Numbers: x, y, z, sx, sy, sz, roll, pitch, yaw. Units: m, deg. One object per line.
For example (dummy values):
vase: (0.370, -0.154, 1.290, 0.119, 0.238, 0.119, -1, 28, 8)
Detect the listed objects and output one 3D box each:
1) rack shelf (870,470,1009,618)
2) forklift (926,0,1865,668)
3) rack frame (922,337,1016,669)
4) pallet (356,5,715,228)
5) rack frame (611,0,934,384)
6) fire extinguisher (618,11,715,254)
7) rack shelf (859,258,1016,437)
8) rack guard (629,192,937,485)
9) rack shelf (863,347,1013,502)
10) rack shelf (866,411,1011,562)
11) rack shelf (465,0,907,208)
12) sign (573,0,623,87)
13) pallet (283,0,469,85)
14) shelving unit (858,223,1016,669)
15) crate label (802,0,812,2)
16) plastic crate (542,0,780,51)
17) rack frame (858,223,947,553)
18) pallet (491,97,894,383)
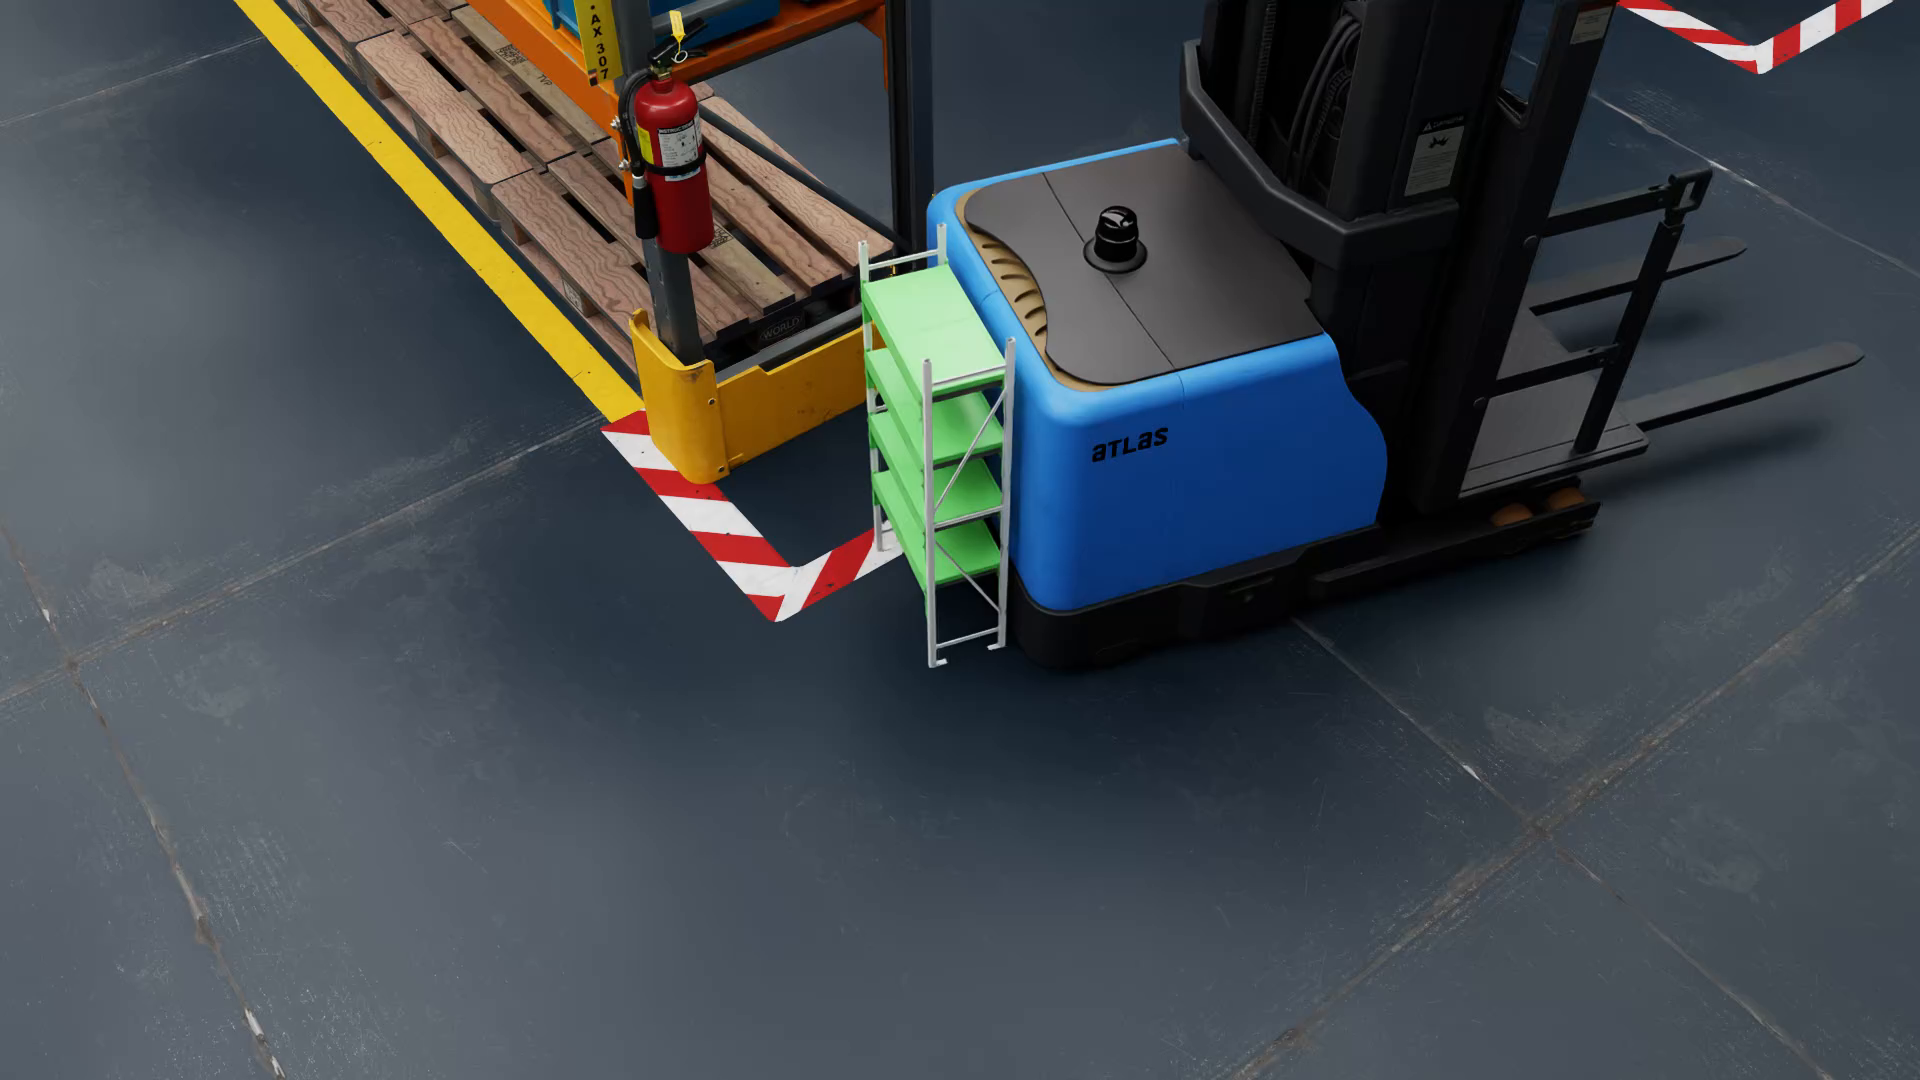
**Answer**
rack shelf: (-0.064, -0.025, 4.873, 0.258, 0.148, 0.480, -16, 50, -14)
forklift: (1.464, -1.293, 4.444, 3.031, 2.935, 1.130, -15, 50, -13)
rack frame: (0.022, -0.060, 4.494, 0.240, 1.200, 0.015, -16, 50, -14)
pallet: (-1.720, -1.825, 6.762, 1.003, 0.211, 1.213, -29, 54, -24)
rack frame: (-0.517, -1.539, 4.621, 1.000, 3.000, 0.127, -29, 54, -24)
fire extinguisher: (-0.788, -1.095, 4.522, 0.296, 0.674, 0.183, -29, 54, -24)
rack shelf: (-0.064, -0.508, 4.339, 0.258, 0.148, 0.480, -16, 50, -14)
rack guard: (-0.492, -0.691, 5.539, 1.175, 0.500, 0.348, -29, 54, -24)
rack shelf: (-0.064, -0.347, 4.517, 0.258, 0.148, 0.480, -16, 50, -14)
rack shelf: (-0.064, -0.186, 4.695, 0.258, 0.148, 0.480, -16, 50, -14)
rack shelf: (-1.728, -2.477, 5.957, 1.077, 0.370, 4.000, -29, 54, -24)
sign: (-0.945, -1.338, 4.328, 0.100, 0.325, 0.005, -29, 54, -24)
pallet: (-2.463, -2.545, 7.415, 1.003, 0.211, 1.213, -29, 54, -24)
shelving unit: (-0.064, -0.229, 4.648, 0.258, 1.200, 0.503, -16, 50, -14)
crate label: (-0.405, -1.797, 4.927, 0.416, 0.233, 0.303, -29, 54, -24)
plastic crate: (-0.869, -1.685, 4.689, 0.616, 0.435, 0.499, -29, 54, -24)
rack frame: (-0.150, -0.398, 4.801, 0.240, 1.200, 0.015, -16, 50, -14)
pallet: (-0.986, -1.106, 6.111, 1.003, 0.211, 1.213, -29, 54, -24)
